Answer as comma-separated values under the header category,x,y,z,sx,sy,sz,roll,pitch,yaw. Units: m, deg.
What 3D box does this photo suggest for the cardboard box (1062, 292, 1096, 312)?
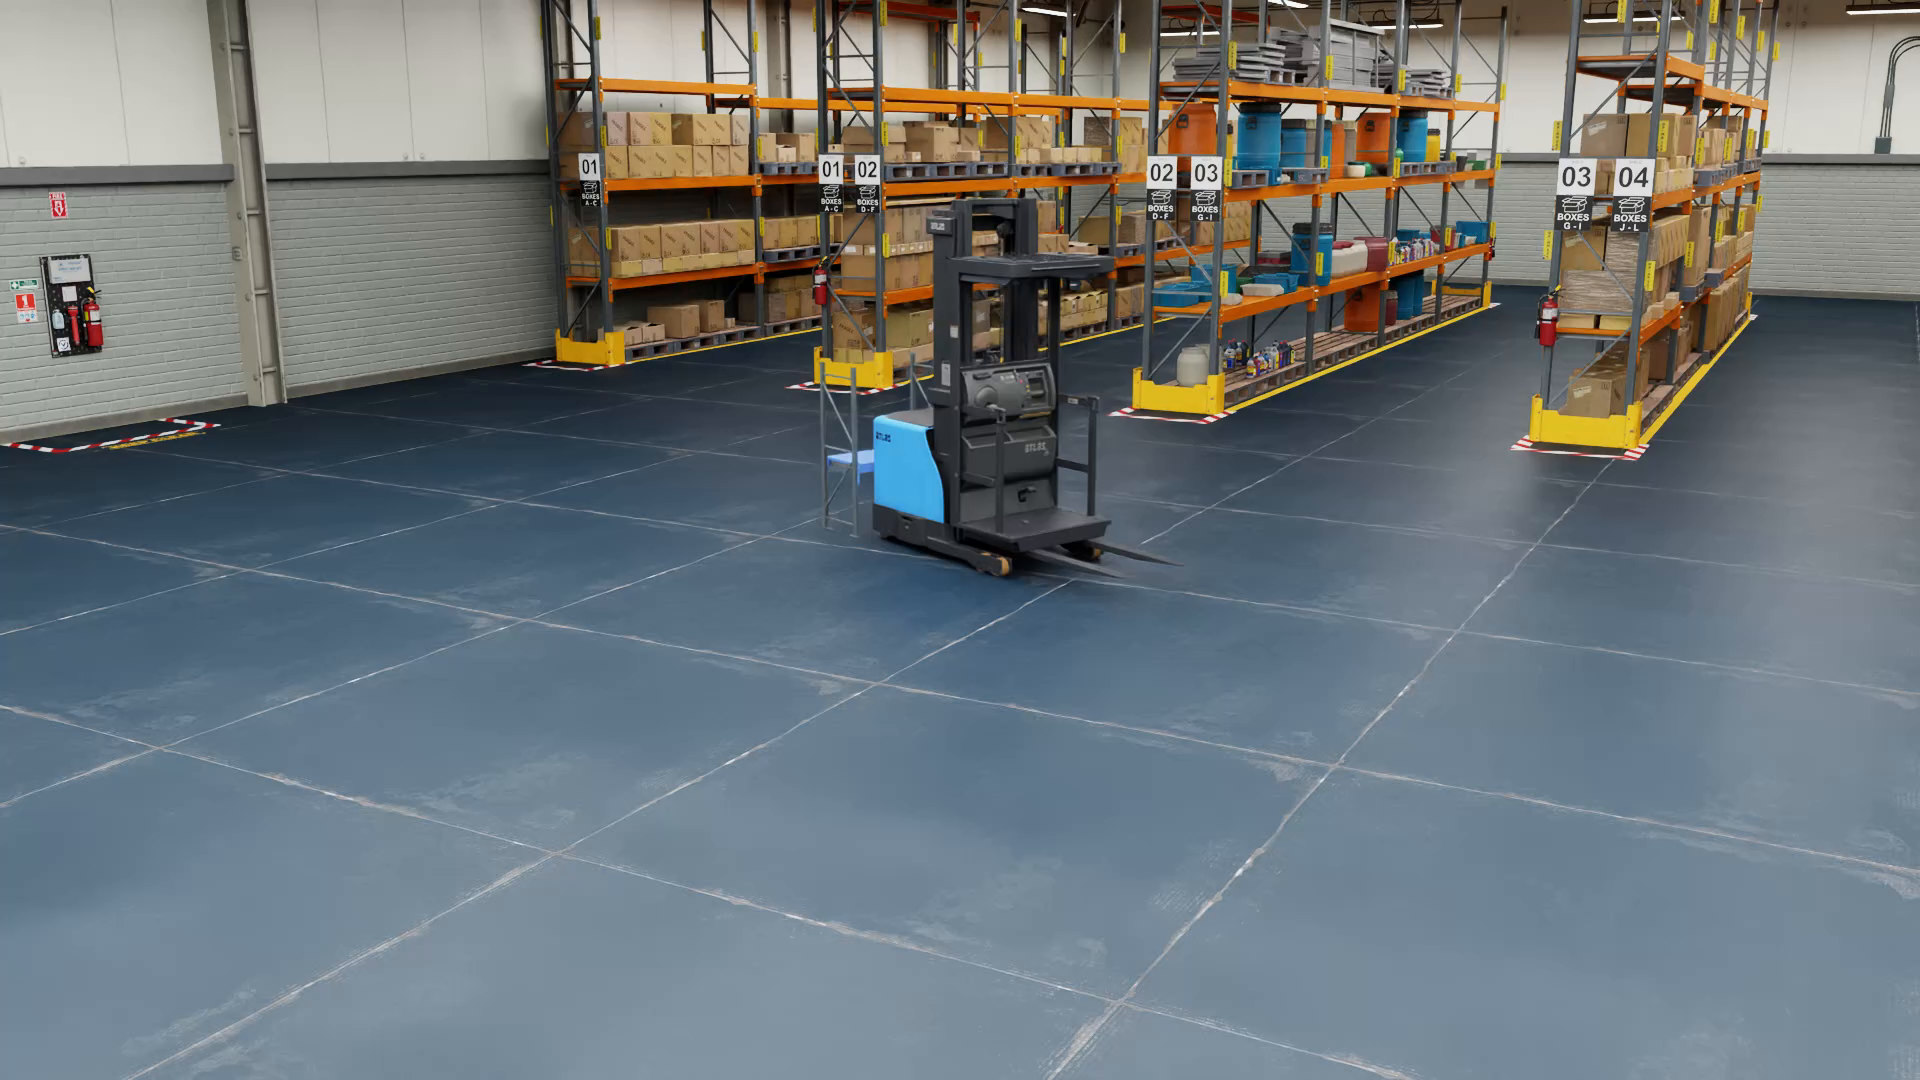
category,x,y,z,sx,sy,sz,roll,pitch,yaw
cardboard box,2.074,-4.229,29.448,0.500,0.311,0.500,7,15,27

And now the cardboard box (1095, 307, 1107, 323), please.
category,x,y,z,sx,sy,sz,roll,pitch,yaw
cardboard box,2.316,-4.063,29.958,0.500,0.250,0.500,8,16,29

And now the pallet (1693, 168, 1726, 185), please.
category,x,y,z,sx,sy,sz,roll,pitch,yaw
pallet,9.984,-5.082,23.214,1.213,0.211,1.003,7,15,28

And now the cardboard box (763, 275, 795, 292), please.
category,x,y,z,sx,sy,sz,roll,pitch,yaw
cardboard box,-3.364,-4.678,30.332,0.500,0.250,0.500,7,15,27

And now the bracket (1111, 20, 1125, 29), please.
category,x,y,z,sx,sy,sz,roll,pitch,yaw
bracket,4.091,-13.382,43.163,0.235,0.232,0.430,7,15,28

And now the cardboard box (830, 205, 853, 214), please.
category,x,y,z,sx,sy,sz,roll,pitch,yaw
cardboard box,-2.264,-6.328,31.844,0.380,0.149,0.250,5,14,19

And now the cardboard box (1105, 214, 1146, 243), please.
category,x,y,z,sx,sy,sz,roll,pitch,yaw
cardboard box,3.172,-5.892,31.464,0.700,0.500,0.500,11,17,38

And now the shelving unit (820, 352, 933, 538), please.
category,x,y,z,sx,sy,sz,roll,pitch,yaw
shelving unit,-0.675,-0.873,14.953,1.048,1.500,0.538,-11,18,-39

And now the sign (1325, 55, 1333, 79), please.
category,x,y,z,sx,sy,sz,roll,pitch,yaw
sign,5.234,-6.699,23.566,0.100,0.325,0.005,7,15,28

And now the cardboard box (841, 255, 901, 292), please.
category,x,y,z,sx,sy,sz,roll,pitch,yaw
cardboard box,-1.274,-3.833,23.819,0.700,0.500,0.500,7,15,28

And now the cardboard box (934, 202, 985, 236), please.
category,x,y,z,sx,sy,sz,roll,pitch,yaw
cardboard box,-0.029,-4.994,25.868,0.700,0.500,0.500,7,15,28

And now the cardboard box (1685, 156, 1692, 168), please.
category,x,y,z,sx,sy,sz,roll,pitch,yaw
cardboard box,9.189,-4.867,21.391,0.380,0.149,0.250,8,16,30

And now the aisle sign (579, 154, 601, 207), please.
category,x,y,z,sx,sy,sz,roll,pitch,yaw
aisle sign,-5.621,-5.466,25.257,0.394,0.787,0.004,7,15,28

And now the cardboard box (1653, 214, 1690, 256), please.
category,x,y,z,sx,sy,sz,roll,pitch,yaw
cardboard box,9.117,-3.943,21.508,0.500,0.500,0.500,7,15,28

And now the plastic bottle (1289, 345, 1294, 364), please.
category,x,y,z,sx,sy,sz,roll,pitch,yaw
plastic bottle,4.814,-2.706,24.215,0.061,0.283,0.133,8,16,31

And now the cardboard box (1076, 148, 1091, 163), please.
category,x,y,z,sx,sy,sz,roll,pitch,yaw
cardboard box,1.949,-6.712,28.997,0.500,0.250,0.500,8,16,30

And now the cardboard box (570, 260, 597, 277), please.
category,x,y,z,sx,sy,sz,roll,pitch,yaw
cardboard box,-5.792,-4.305,26.268,0.500,0.250,0.500,8,16,29

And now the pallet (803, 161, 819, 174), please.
category,x,y,z,sx,sy,sz,roll,pitch,yaw
pallet,-3.025,-6.766,30.198,1.213,0.211,1.003,7,15,28

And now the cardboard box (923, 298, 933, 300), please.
category,x,y,z,sx,sy,sz,roll,pitch,yaw
cardboard box,-0.310,-3.579,26.352,0.500,0.500,0.500,7,15,28

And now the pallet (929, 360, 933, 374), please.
category,x,y,z,sx,sy,sz,roll,pitch,yaw
pallet,-0.587,-2.745,25.471,1.003,0.211,1.213,7,15,28

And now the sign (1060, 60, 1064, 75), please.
category,x,y,z,sx,sy,sz,roll,pitch,yaw
sign,2.354,-10.878,38.291,0.100,0.325,0.005,7,15,28

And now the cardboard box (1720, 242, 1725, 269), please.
category,x,y,z,sx,sy,sz,roll,pitch,yaw
cardboard box,11.992,-4.537,26.740,0.500,0.500,0.500,7,15,27

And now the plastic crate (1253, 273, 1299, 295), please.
category,x,y,z,sx,sy,sz,roll,pitch,yaw
plastic crate,4.460,-3.619,23.460,0.499,0.251,0.616,7,15,28

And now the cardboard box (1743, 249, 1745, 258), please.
category,x,y,z,sx,sy,sz,roll,pitch,yaw
cardboard box,14.147,-5.250,30.445,0.380,0.149,0.250,7,15,26

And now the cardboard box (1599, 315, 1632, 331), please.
category,x,y,z,sx,sy,sz,roll,pitch,yaw
cardboard box,7.506,-2.476,18.940,0.380,0.149,0.250,7,15,28

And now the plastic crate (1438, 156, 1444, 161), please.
category,x,y,z,sx,sy,sz,roll,pitch,yaw
plastic crate,9.217,-7.392,32.646,0.437,0.282,0.530,7,15,28

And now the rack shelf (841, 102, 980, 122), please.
category,x,y,z,sx,sy,sz,roll,pitch,yaw
rack shelf,-1.014,-8.674,33.702,1.077,0.370,4.000,7,15,28

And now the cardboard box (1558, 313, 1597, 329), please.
category,x,y,z,sx,sy,sz,roll,pitch,yaw
cardboard box,7.117,-2.527,19.149,0.380,0.149,0.250,7,15,28

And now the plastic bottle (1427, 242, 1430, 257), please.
category,x,y,z,sx,sy,sz,roll,pitch,yaw
plastic bottle,8.541,-5.337,30.537,0.152,0.276,0.135,7,15,28

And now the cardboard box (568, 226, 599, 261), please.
category,x,y,z,sx,sy,sz,roll,pitch,yaw
cardboard box,-5.807,-4.673,26.192,0.500,0.500,0.500,7,15,27

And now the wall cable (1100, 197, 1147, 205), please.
category,x,y,z,sx,sy,sz,roll,pitch,yaw
wall cable,4.933,-10.060,43.686,3.097,2.526,0.112,7,15,28

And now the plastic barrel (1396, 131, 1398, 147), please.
category,x,y,z,sx,sy,sz,roll,pitch,yaw
plastic barrel,7.416,-6.879,29.079,0.433,0.535,0.433,0,14,0

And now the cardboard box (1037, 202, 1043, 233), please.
category,x,y,z,sx,sy,sz,roll,pitch,yaw
cardboard box,1.306,-7.423,38.282,0.980,0.700,0.700,7,15,28

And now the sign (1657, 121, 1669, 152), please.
category,x,y,z,sx,sy,sz,roll,pitch,yaw
sign,7.635,-4.389,18.072,0.100,0.325,0.005,7,15,28

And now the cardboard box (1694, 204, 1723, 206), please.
category,x,y,z,sx,sy,sz,roll,pitch,yaw
cardboard box,14.184,-6.115,31.584,0.500,0.500,0.500,7,15,27

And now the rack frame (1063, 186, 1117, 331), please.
category,x,y,z,sx,sy,sz,roll,pitch,yaw
rack frame,2.357,-5.331,30.247,1.000,3.000,0.127,7,15,28

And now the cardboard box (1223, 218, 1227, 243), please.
category,x,y,z,sx,sy,sz,roll,pitch,yaw
cardboard box,5.264,-6.482,34.807,0.500,0.500,0.500,7,15,28

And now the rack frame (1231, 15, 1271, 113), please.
category,x,y,z,sx,sy,sz,roll,pitch,yaw
rack frame,6.224,-9.889,36.352,1.000,3.000,0.127,7,15,28

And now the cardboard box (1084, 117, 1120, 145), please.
category,x,y,z,sx,sy,sz,roll,pitch,yaw
cardboard box,2.573,-7.413,30.135,0.500,0.500,0.500,7,15,28

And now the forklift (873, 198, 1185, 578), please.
category,x,y,z,sx,sy,sz,roll,pitch,yaw
forklift,0.538,-1.254,13.481,1.130,2.935,3.031,-10,17,-37

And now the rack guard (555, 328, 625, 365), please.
category,x,y,z,sx,sy,sz,roll,pitch,yaw
rack guard,-5.812,-3.051,26.122,1.175,0.500,0.348,7,15,28

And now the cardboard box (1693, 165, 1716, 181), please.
category,x,y,z,sx,sy,sz,roll,pitch,yaw
cardboard box,10.539,-5.262,23.880,0.500,0.250,0.500,8,16,30

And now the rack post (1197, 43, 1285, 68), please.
category,x,y,z,sx,sy,sz,roll,pitch,yaw
rack post,3.733,-6.409,22.078,0.937,0.300,0.954,7,15,27

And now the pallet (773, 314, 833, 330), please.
category,x,y,z,sx,sy,sz,roll,pitch,yaw
pallet,-2.951,-4.127,31.200,1.003,0.211,1.213,7,15,28

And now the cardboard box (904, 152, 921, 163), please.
category,x,y,z,sx,sy,sz,roll,pitch,yaw
cardboard box,-0.787,-5.520,23.970,0.380,0.149,0.250,7,15,28

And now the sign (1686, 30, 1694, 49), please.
category,x,y,z,sx,sy,sz,roll,pitch,yaw
sign,12.487,-8.544,28.443,0.100,0.325,0.005,7,15,28

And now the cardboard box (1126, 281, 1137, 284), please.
category,x,y,z,sx,sy,sz,roll,pitch,yaw
cardboard box,3.102,-4.763,32.285,0.500,0.500,0.500,7,15,26

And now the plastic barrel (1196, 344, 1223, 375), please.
category,x,y,z,sx,sy,sz,roll,pitch,yaw
plastic barrel,3.317,-2.369,22.373,0.421,0.512,0.421,0,14,0

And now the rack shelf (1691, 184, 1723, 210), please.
category,x,y,z,sx,sy,sz,roll,pitch,yaw
rack shelf,10.060,-4.906,23.619,1.077,0.370,4.000,7,15,28

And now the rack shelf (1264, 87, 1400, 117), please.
category,x,y,z,sx,sy,sz,roll,pitch,yaw
rack shelf,5.724,-6.731,25.642,1.077,0.370,4.000,7,15,28

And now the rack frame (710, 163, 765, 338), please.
category,x,y,z,sx,sy,sz,roll,pitch,yaw
rack frame,-3.915,-5.071,29.168,1.000,3.000,0.127,7,15,28

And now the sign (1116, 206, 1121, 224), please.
category,x,y,z,sx,sy,sz,roll,pitch,yaw
sign,2.844,-5.832,29.854,0.100,0.325,0.005,7,15,28

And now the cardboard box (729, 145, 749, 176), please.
category,x,y,z,sx,sy,sz,roll,pitch,yaw
cardboard box,-3.944,-6.456,28.254,0.500,0.500,0.500,8,16,30

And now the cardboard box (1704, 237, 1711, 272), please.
category,x,y,z,sx,sy,sz,roll,pitch,yaw
cardboard box,10.619,-4.220,24.527,0.700,0.500,0.500,10,17,36

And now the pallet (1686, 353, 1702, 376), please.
category,x,y,z,sx,sy,sz,roll,pitch,yaw
pallet,10.648,-2.692,25.251,1.003,0.211,1.213,7,15,28

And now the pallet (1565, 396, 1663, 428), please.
category,x,y,z,sx,sy,sz,roll,pitch,yaw
pallet,8.211,-1.639,20.881,1.003,0.211,1.213,7,15,28

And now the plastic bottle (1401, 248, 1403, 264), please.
category,x,y,z,sx,sy,sz,roll,pitch,yaw
plastic bottle,7.663,-4.949,28.937,0.097,0.271,0.097,0,14,0
